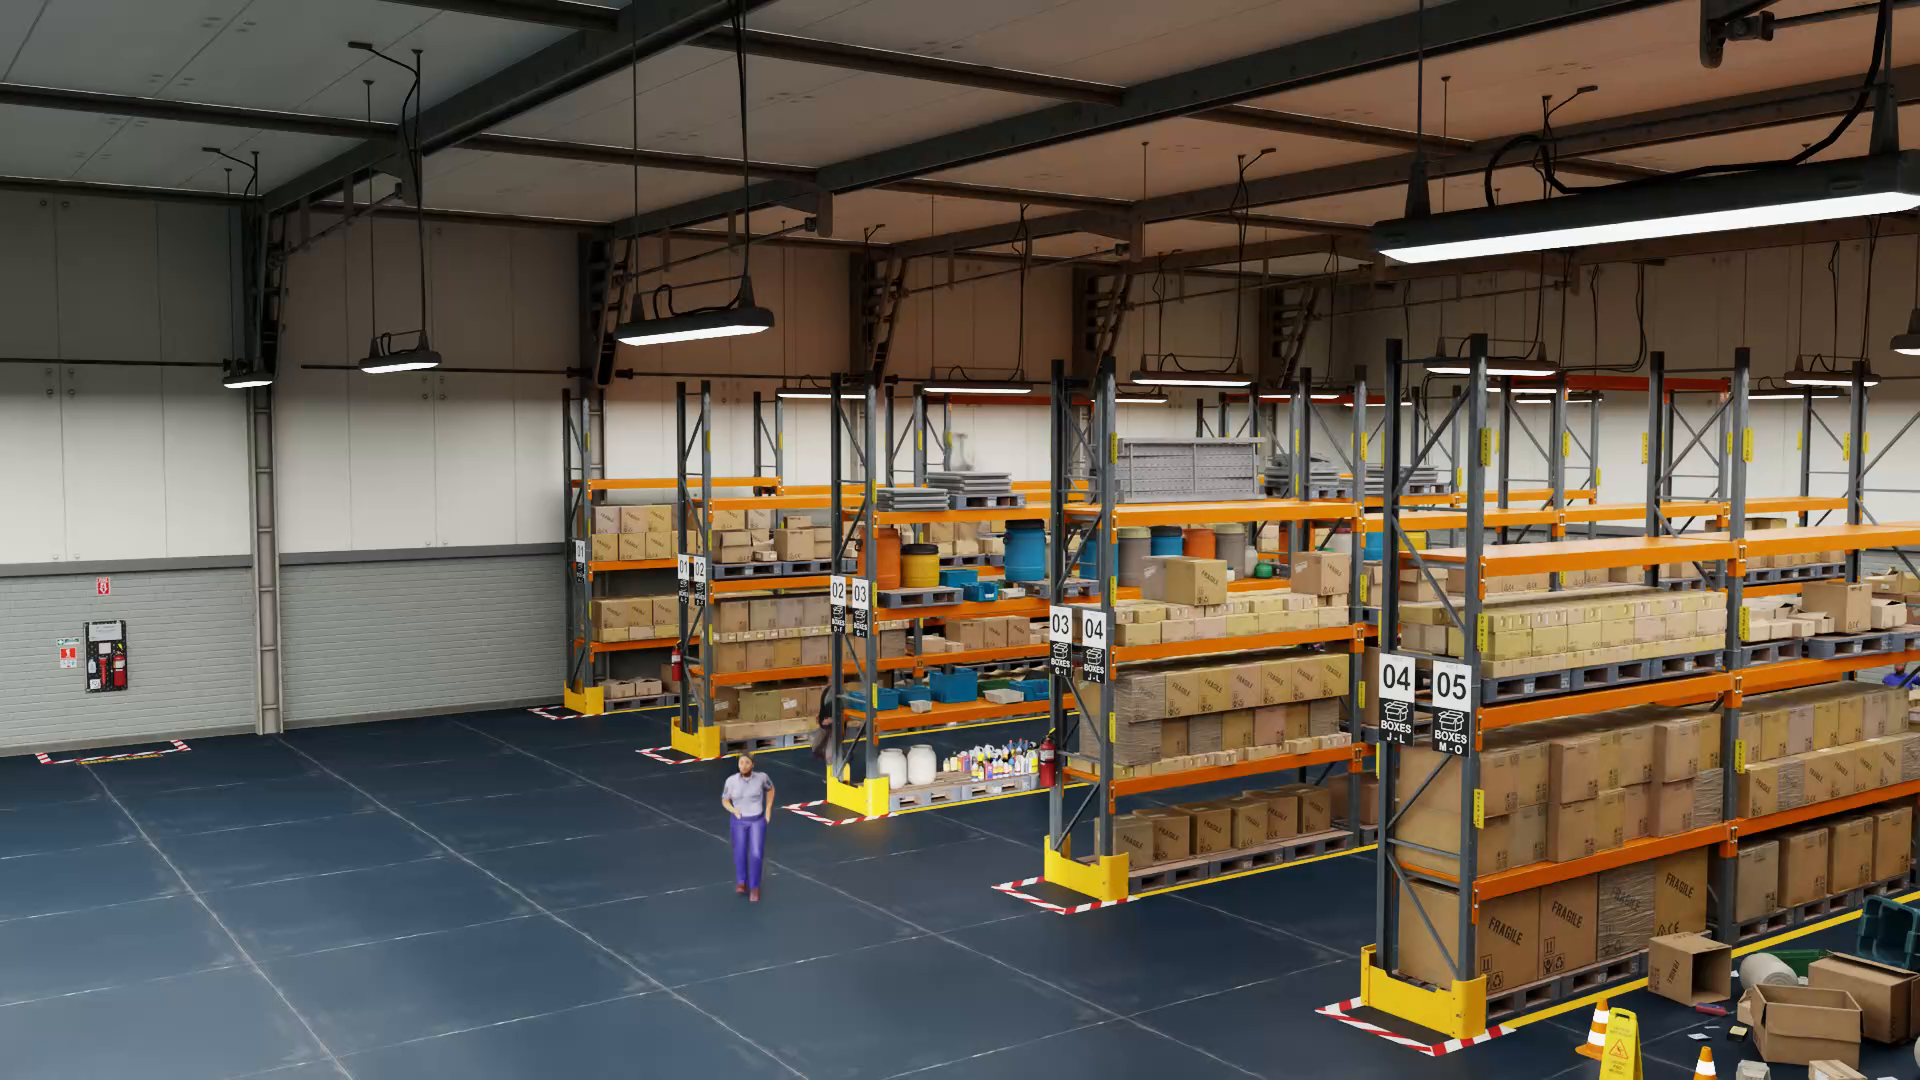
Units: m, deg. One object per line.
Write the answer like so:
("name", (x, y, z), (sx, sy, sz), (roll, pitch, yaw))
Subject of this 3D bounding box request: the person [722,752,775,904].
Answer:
("person", (-2.349, 3.178, 18.422), (0.561, 1.676, 0.720), (0, 4, 0))

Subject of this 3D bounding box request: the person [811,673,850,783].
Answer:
("person", (-1.864, 2.761, 24.463), (0.667, 1.667, 0.527), (3, 5, 39))

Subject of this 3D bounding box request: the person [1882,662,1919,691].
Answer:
("person", (14.669, 2.683, 25.915), (0.705, 1.699, 0.569), (-3, 5, -38))
